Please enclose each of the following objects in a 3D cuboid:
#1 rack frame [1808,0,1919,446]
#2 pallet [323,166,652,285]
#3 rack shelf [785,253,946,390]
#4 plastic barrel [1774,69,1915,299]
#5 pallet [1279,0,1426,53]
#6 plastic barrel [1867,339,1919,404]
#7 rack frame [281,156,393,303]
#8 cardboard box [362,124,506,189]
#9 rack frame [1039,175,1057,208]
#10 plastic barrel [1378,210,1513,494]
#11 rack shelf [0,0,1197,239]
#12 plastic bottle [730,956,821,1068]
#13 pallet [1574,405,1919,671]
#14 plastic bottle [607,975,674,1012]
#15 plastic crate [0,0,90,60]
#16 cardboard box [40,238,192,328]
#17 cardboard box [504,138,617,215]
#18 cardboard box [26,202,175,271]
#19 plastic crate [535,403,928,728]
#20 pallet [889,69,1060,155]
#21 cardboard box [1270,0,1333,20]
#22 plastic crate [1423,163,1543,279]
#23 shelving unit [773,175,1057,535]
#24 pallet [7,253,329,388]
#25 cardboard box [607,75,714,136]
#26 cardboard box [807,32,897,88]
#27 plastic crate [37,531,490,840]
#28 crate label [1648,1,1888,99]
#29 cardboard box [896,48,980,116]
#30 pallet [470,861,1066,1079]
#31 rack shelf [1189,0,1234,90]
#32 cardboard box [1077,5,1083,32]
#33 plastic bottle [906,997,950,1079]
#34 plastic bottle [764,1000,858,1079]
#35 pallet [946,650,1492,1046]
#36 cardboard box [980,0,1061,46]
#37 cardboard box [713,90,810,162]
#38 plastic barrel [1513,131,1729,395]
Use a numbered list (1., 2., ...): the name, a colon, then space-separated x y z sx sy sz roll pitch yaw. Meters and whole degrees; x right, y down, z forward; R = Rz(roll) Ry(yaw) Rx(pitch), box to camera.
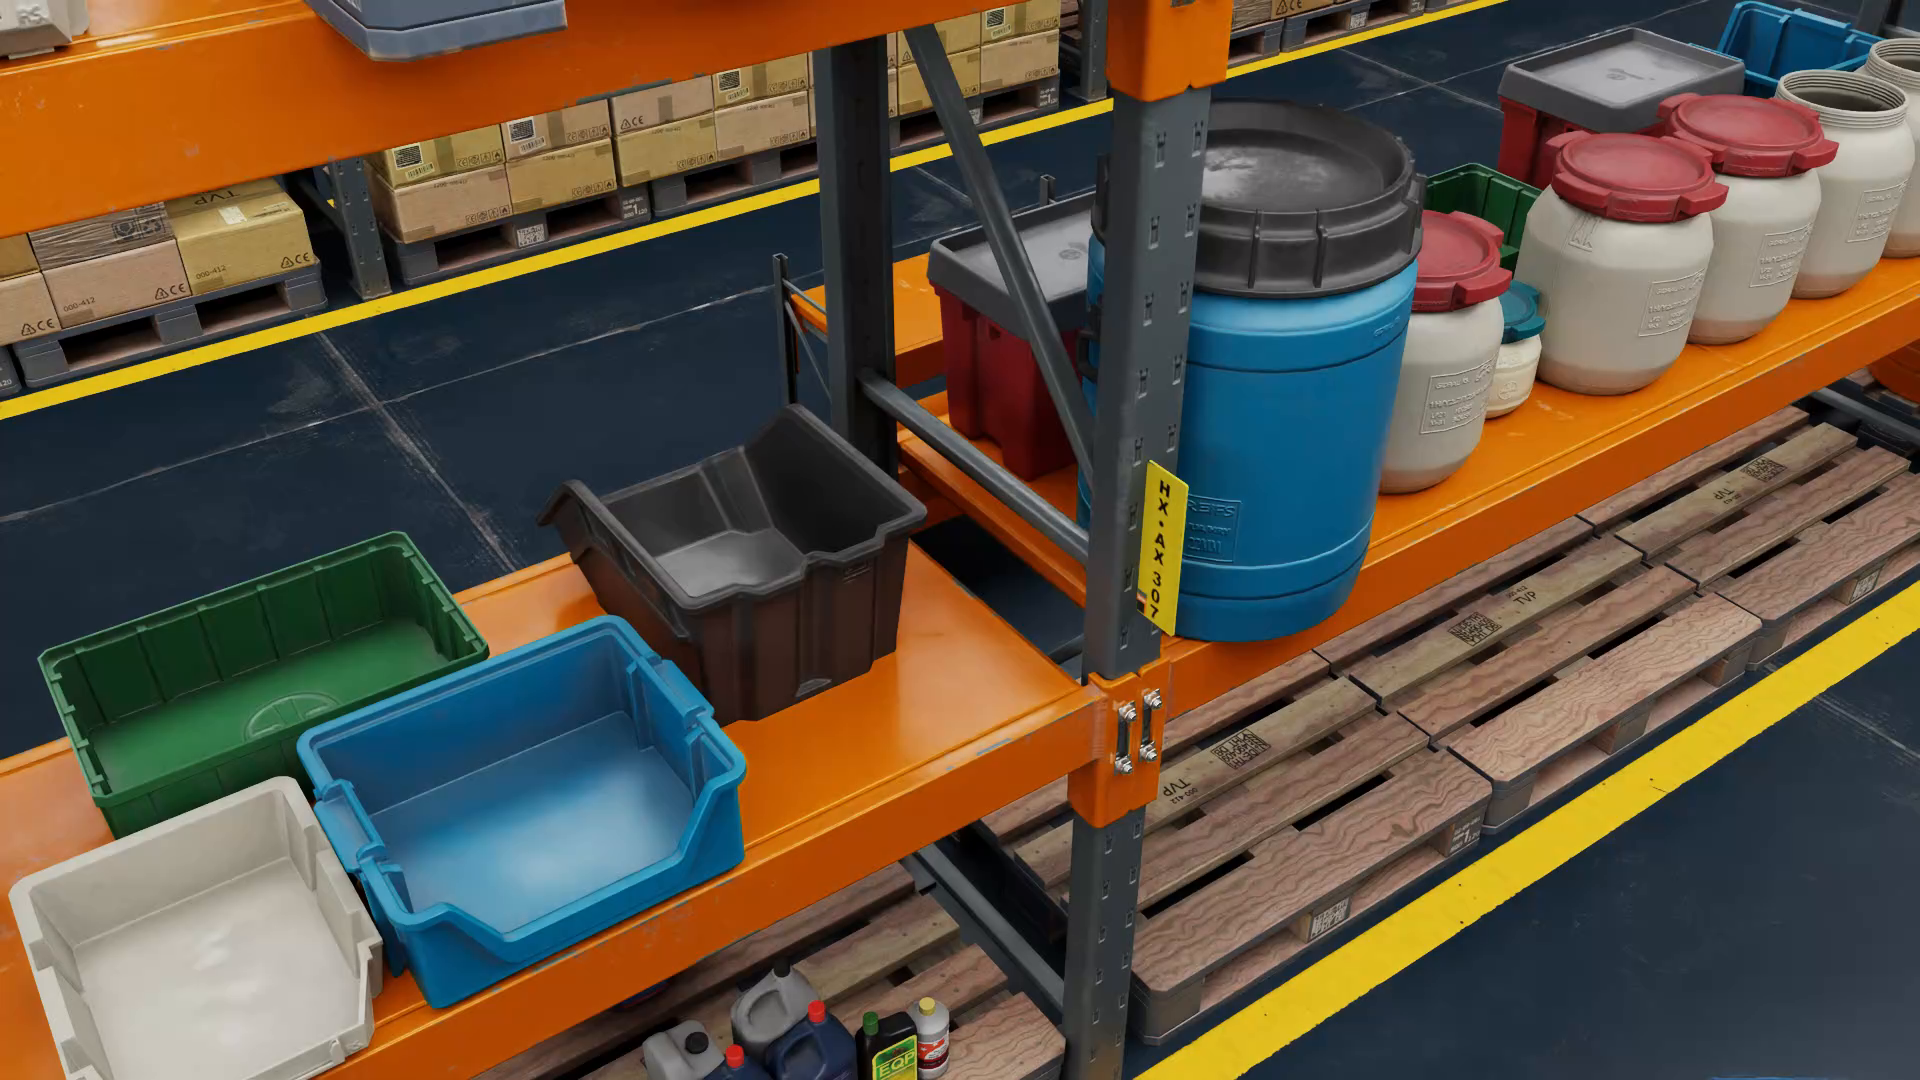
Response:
1. rack frame: 3.315 -1.482 5.241 0.127 3.000 1.000 -22 41 -28
2. pallet: -2.225 -1.636 7.844 1.213 0.211 1.003 -22 41 -28
3. rack shelf: 0.006 -0.697 5.254 1.000 0.278 0.538 -22 41 -28
4. plastic barrel: 2.253 -0.937 4.389 0.421 0.512 0.421 0 36 0
5. pallet: 2.093 -3.356 10.235 1.213 0.211 1.003 -22 41 -28
6. plastic barrel: 3.705 -0.944 5.992 0.708 0.830 0.600 -22 41 -28
7. rack frame: -2.805 -2.502 6.659 0.127 3.000 1.000 -22 41 -28
8. cardboard box: -2.324 -1.804 7.204 0.500 0.311 0.500 -22 41 -28
9. rack frame: 0.421 -0.630 5.662 0.032 1.125 0.500 -22 41 -28
10. plastic barrel: 0.954 -0.409 3.633 0.433 0.535 0.433 0 36 0
11. rack shelf: -1.589 -0.389 1.769 4.000 0.370 1.077 -22 41 -28
12. plastic bottle: -0.398 1.046 3.619 0.185 0.351 0.144 -22 41 -28
13. pallet: 2.659 -0.108 5.719 1.213 0.211 1.003 -22 41 -28
14. plastic bottle: -0.770 0.903 3.818 0.185 0.351 0.144 -22 41 -28
15. plastic crate: -1.034 -0.514 1.553 0.396 0.136 0.243 -22 41 -28
16. cardboard box: -3.472 -1.132 6.750 0.500 0.250 0.500 -22 41 -28
17. cardboard box: -1.914 -1.744 7.602 0.500 0.250 0.500 -21 41 -27
18. cardboard box: -3.474 -1.437 6.532 0.500 0.500 0.500 -22 41 -28
19. plastic crate: -0.456 0.004 3.228 0.504 0.338 0.767 -22 41 -28
20. pallet: -0.231 -2.457 8.985 1.213 0.211 1.003 -22 41 -28
21. cardboard box: 1.839 -3.373 9.634 0.500 0.500 0.500 -23 42 -28
22. plastic crate: 1.306 -0.771 4.434 0.662 0.188 0.450 -22 41 -28
23. shelving unit: 0.006 -0.459 5.425 1.048 1.125 0.538 -22 41 -28
24. pallet: -3.479 -1.122 7.129 1.213 0.211 1.003 -22 41 -28
25. cardboard box: -1.489 -2.144 7.677 0.500 0.311 0.500 -24 42 -29
26. cardboard box: -0.657 -2.489 8.156 0.500 0.311 0.500 -23 41 -28
27. plastic crate: -1.227 0.272 2.985 0.662 0.188 0.450 -22 41 -28
28. crate label: 2.347 -1.291 4.946 0.616 0.435 0.502 -22 41 -28
29. cardboard box: -0.244 -2.433 8.559 0.500 0.250 0.500 -23 42 -28
30. pallet: -0.528 1.202 3.898 1.213 0.211 1.003 -22 41 -28
31. rack shelf: 1.680 -1.735 3.640 4.000 0.370 1.077 -22 41 -28
32. cardboard box: 1.001 -3.028 9.155 0.500 0.500 0.500 -21 41 -26
33. plastic bottle: -0.072 1.092 3.683 0.097 0.201 0.097 0 36 0
34. plastic bottle: -0.315 1.115 3.523 0.185 0.351 0.144 -24 42 -29
35. pallet: 0.665 0.713 4.578 1.213 0.211 1.003 -22 41 -28
36. cardboard box: 0.178 -2.835 8.638 0.500 0.311 0.500 -21 41 -27
37. cardboard box: -1.076 -2.091 8.083 0.500 0.250 0.500 -22 41 -27
38. plastic barrel: 1.554 -0.655 3.976 0.433 0.535 0.433 0 36 0
